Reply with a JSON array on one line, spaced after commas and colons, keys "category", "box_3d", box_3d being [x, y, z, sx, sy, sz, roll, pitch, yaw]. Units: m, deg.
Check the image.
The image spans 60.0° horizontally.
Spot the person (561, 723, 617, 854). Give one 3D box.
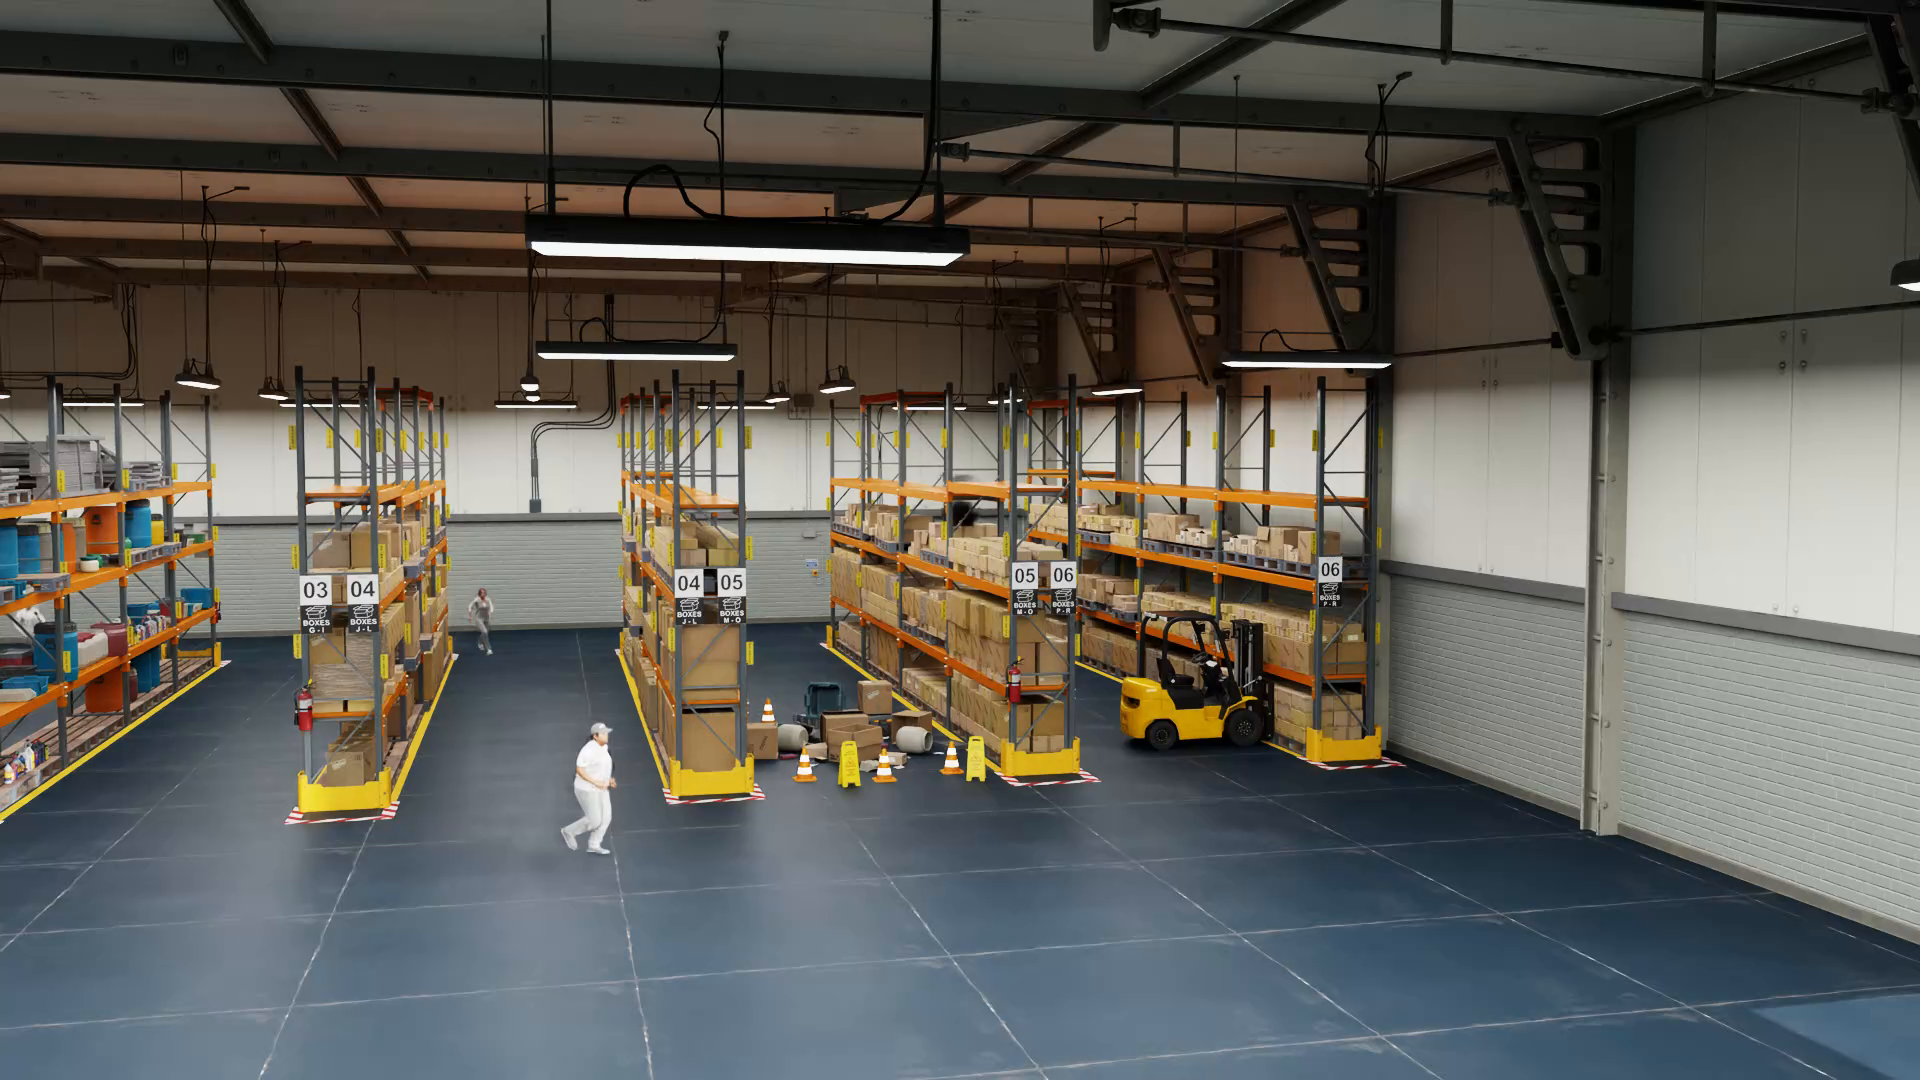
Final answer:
[{"category": "person", "box_3d": [-4.497, 3.008, 20.151, 0.650, 1.610, 0.606, 1, 4, 20]}]

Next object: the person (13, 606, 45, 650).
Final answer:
[{"category": "person", "box_3d": [-20.230, 2.031, 36.195, 0.670, 1.619, 0.521, -3, 5, -43]}]

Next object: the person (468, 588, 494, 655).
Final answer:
[{"category": "person", "box_3d": [-11.250, 1.893, 39.008, 0.544, 1.571, 0.793, -3, 5, -41]}]
